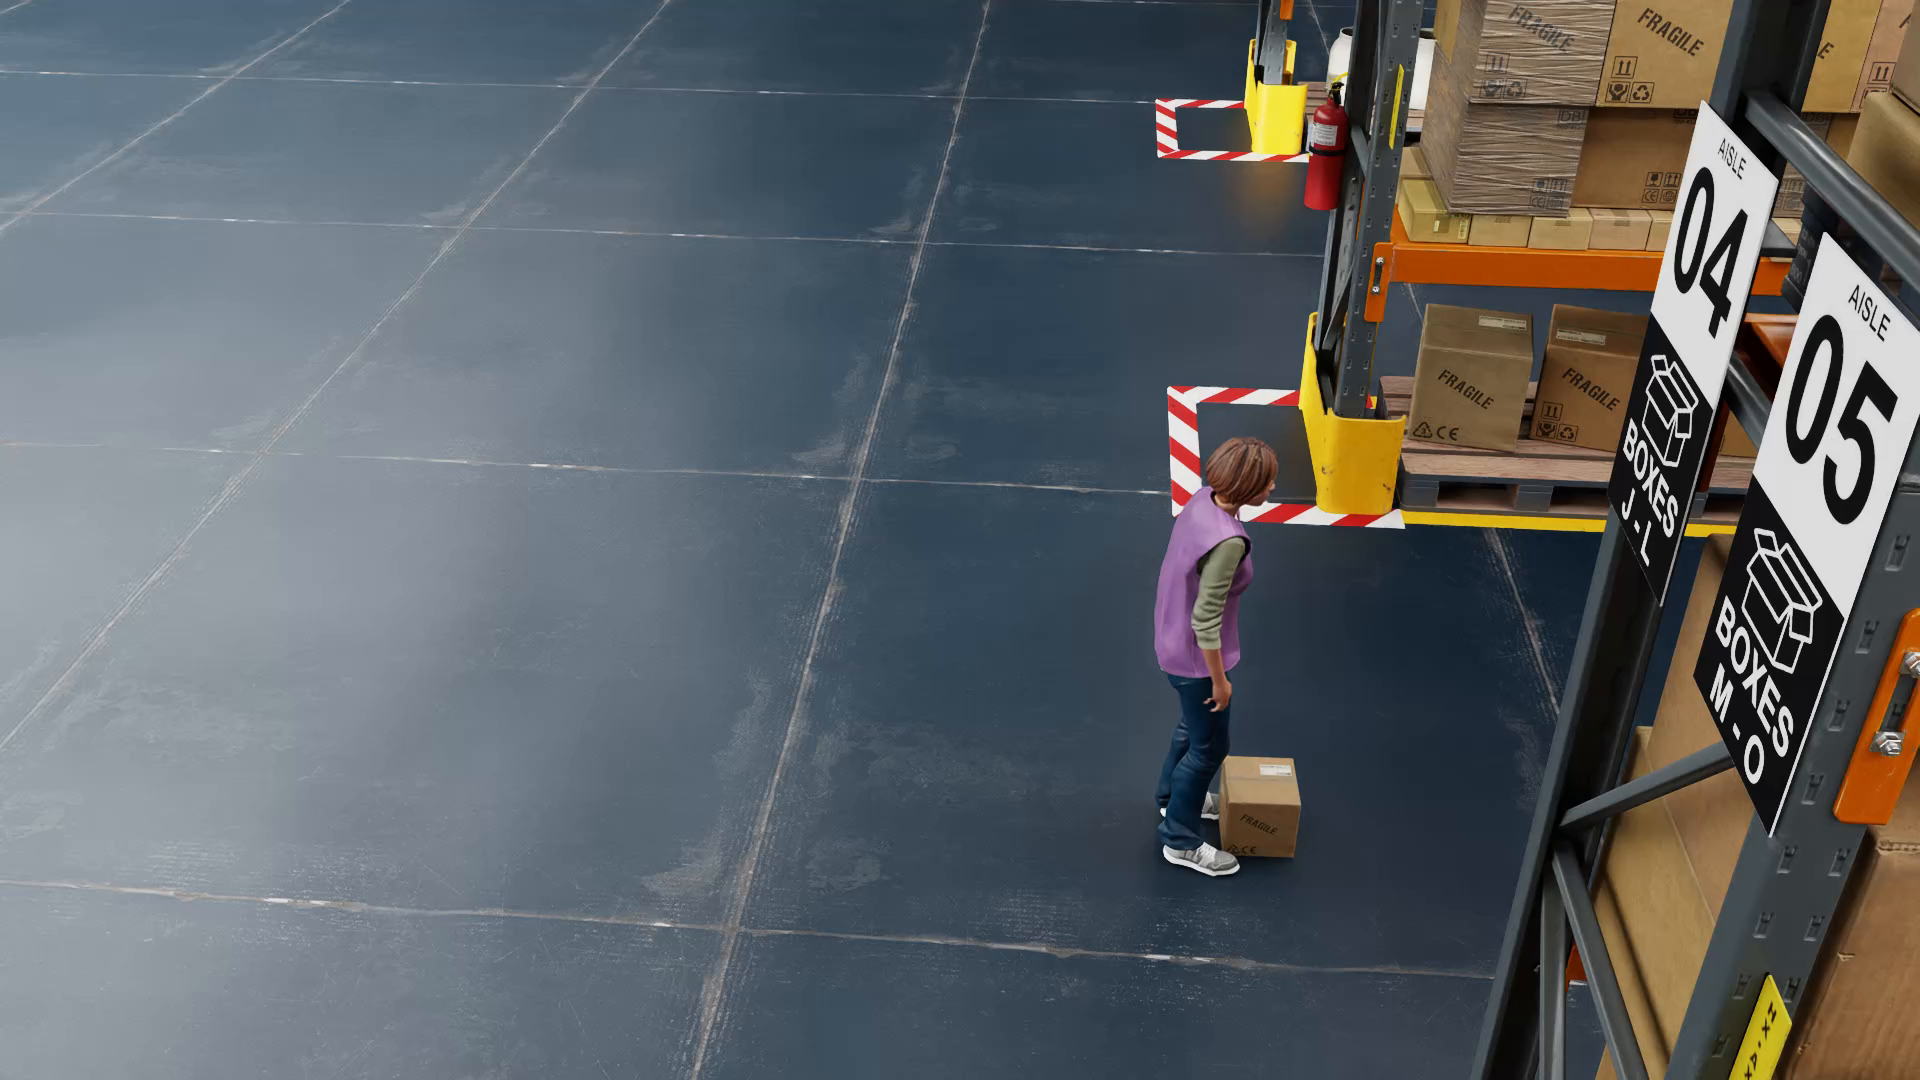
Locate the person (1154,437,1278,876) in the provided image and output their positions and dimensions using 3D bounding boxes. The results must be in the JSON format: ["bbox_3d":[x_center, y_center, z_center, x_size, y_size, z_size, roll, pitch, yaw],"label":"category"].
[{"bbox_3d":[0.822,0.375,5.557,0.347,1.592,0.477,1,32,1],"label":"person"}]
